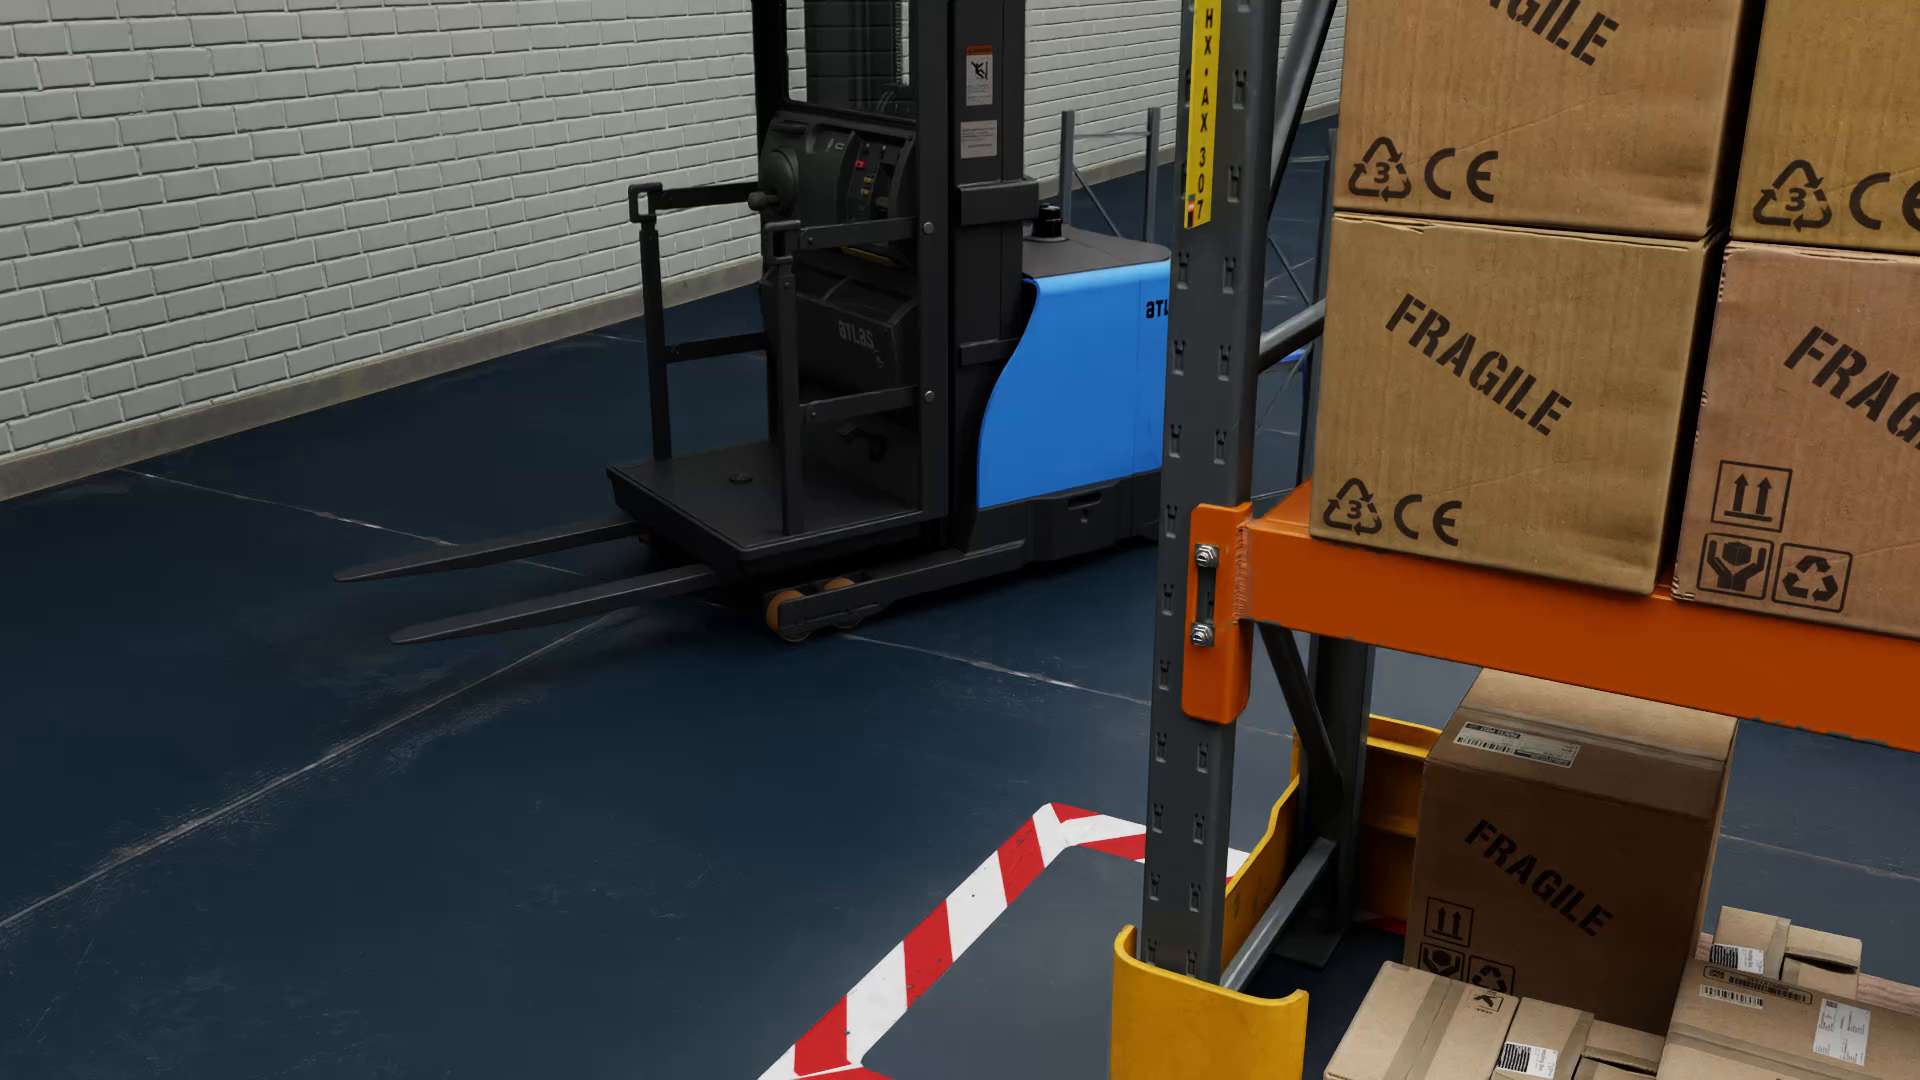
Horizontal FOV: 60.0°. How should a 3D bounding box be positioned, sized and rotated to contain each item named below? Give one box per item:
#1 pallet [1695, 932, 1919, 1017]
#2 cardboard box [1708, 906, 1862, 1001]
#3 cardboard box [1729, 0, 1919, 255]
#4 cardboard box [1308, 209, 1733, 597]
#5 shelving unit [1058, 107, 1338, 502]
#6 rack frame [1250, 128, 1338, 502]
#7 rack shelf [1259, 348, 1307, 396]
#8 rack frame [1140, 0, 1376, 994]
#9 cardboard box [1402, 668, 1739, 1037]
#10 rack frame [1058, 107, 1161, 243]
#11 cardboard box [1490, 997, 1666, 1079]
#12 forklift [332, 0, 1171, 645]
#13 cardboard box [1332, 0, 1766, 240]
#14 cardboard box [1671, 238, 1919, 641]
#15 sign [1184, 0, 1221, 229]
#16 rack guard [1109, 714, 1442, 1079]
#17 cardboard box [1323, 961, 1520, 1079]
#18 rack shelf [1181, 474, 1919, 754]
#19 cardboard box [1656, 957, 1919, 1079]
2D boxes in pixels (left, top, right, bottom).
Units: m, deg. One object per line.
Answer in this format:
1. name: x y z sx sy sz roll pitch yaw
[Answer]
1. pallet: 1.380 1.082 3.073 1.213 0.211 1.003 11 23 27
2. cardboard box: 1.521 0.862 3.099 0.250 0.166 0.380 11 23 27
3. cardboard box: 1.336 -0.654 2.156 0.500 0.500 0.500 11 23 28
4. cardboard box: 0.876 -0.269 2.560 0.500 0.500 0.500 11 23 28
5. shelving unit: 0.899 -0.919 6.683 0.538 1.500 1.048 -12 23 -33
6. rack frame: 1.186 -0.776 6.289 0.500 1.500 0.032 -12 23 -33
7. rack shelf: 0.896 -0.750 6.743 0.538 0.185 1.000 -12 23 -33
8. rack frame: 0.617 -0.374 2.997 0.127 3.000 1.000 11 23 27
9. cardboard box: 1.212 0.611 3.301 0.500 0.500 0.500 11 23 27
10. rack frame: 0.612 -1.063 7.078 0.500 1.500 0.032 -12 23 -33
11. cardboard box: 1.033 0.965 2.817 0.250 0.166 0.380 11 23 27
12. forklift: -0.598 -1.249 5.511 3.031 2.935 1.130 -13 24 -32
13. cardboard box: 0.876 -0.739 2.390 0.500 0.500 0.500 12 23 29
14. cardboard box: 1.329 -0.184 2.328 0.500 0.500 0.500 11 22 27
15. sign: 0.352 -0.619 2.404 0.005 0.325 0.100 11 23 27
16. rack guard: 0.683 0.814 3.388 0.348 0.500 1.175 11 23 27
17. cardboard box: 0.815 0.931 2.934 0.250 0.149 0.380 11 23 27
18. rack shelf: 2.363 0.297 2.203 4.000 0.370 1.077 11 23 27
19. cardboard box: 1.390 0.970 2.680 0.500 0.250 0.500 11 23 27
